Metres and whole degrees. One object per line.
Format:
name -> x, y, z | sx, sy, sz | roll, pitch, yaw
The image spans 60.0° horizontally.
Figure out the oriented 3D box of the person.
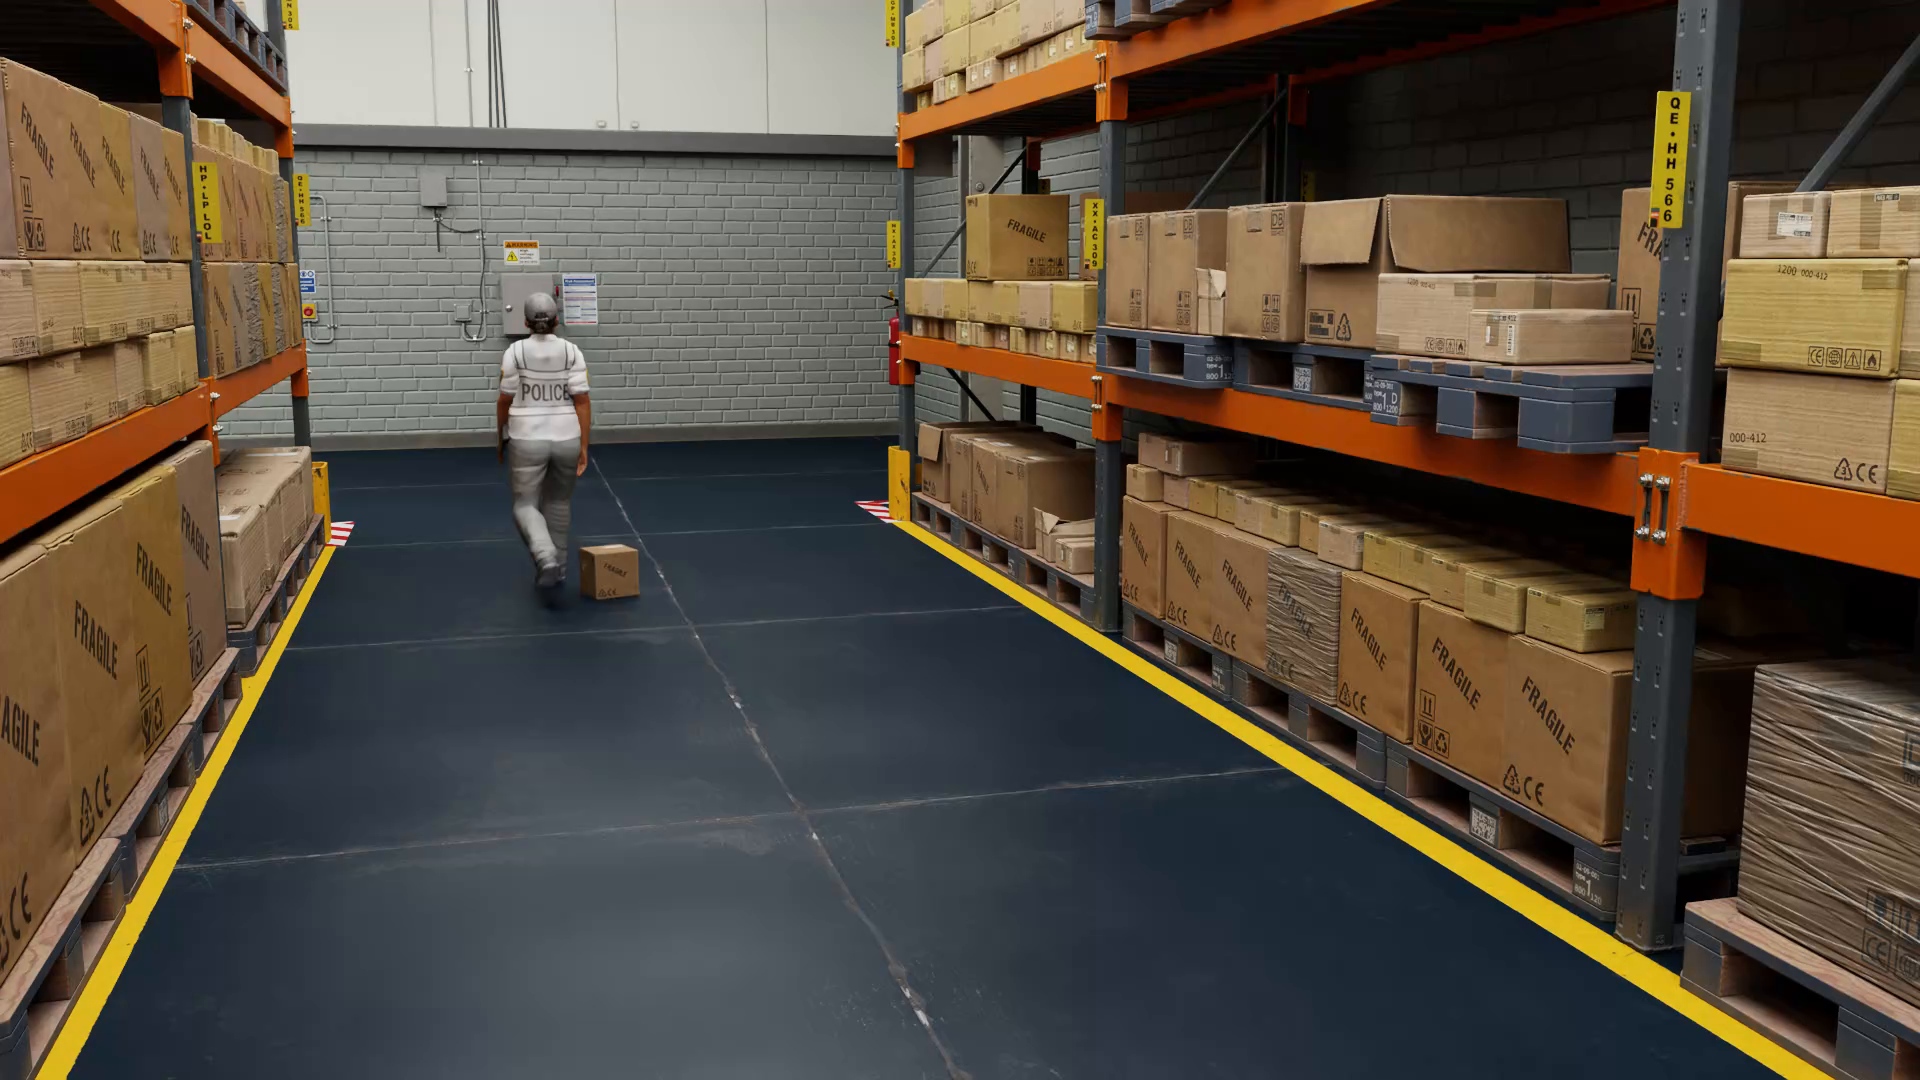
person -> -2.271, -0.534, 9.083 | 0.475, 1.616, 0.914 | -5, 11, -28
